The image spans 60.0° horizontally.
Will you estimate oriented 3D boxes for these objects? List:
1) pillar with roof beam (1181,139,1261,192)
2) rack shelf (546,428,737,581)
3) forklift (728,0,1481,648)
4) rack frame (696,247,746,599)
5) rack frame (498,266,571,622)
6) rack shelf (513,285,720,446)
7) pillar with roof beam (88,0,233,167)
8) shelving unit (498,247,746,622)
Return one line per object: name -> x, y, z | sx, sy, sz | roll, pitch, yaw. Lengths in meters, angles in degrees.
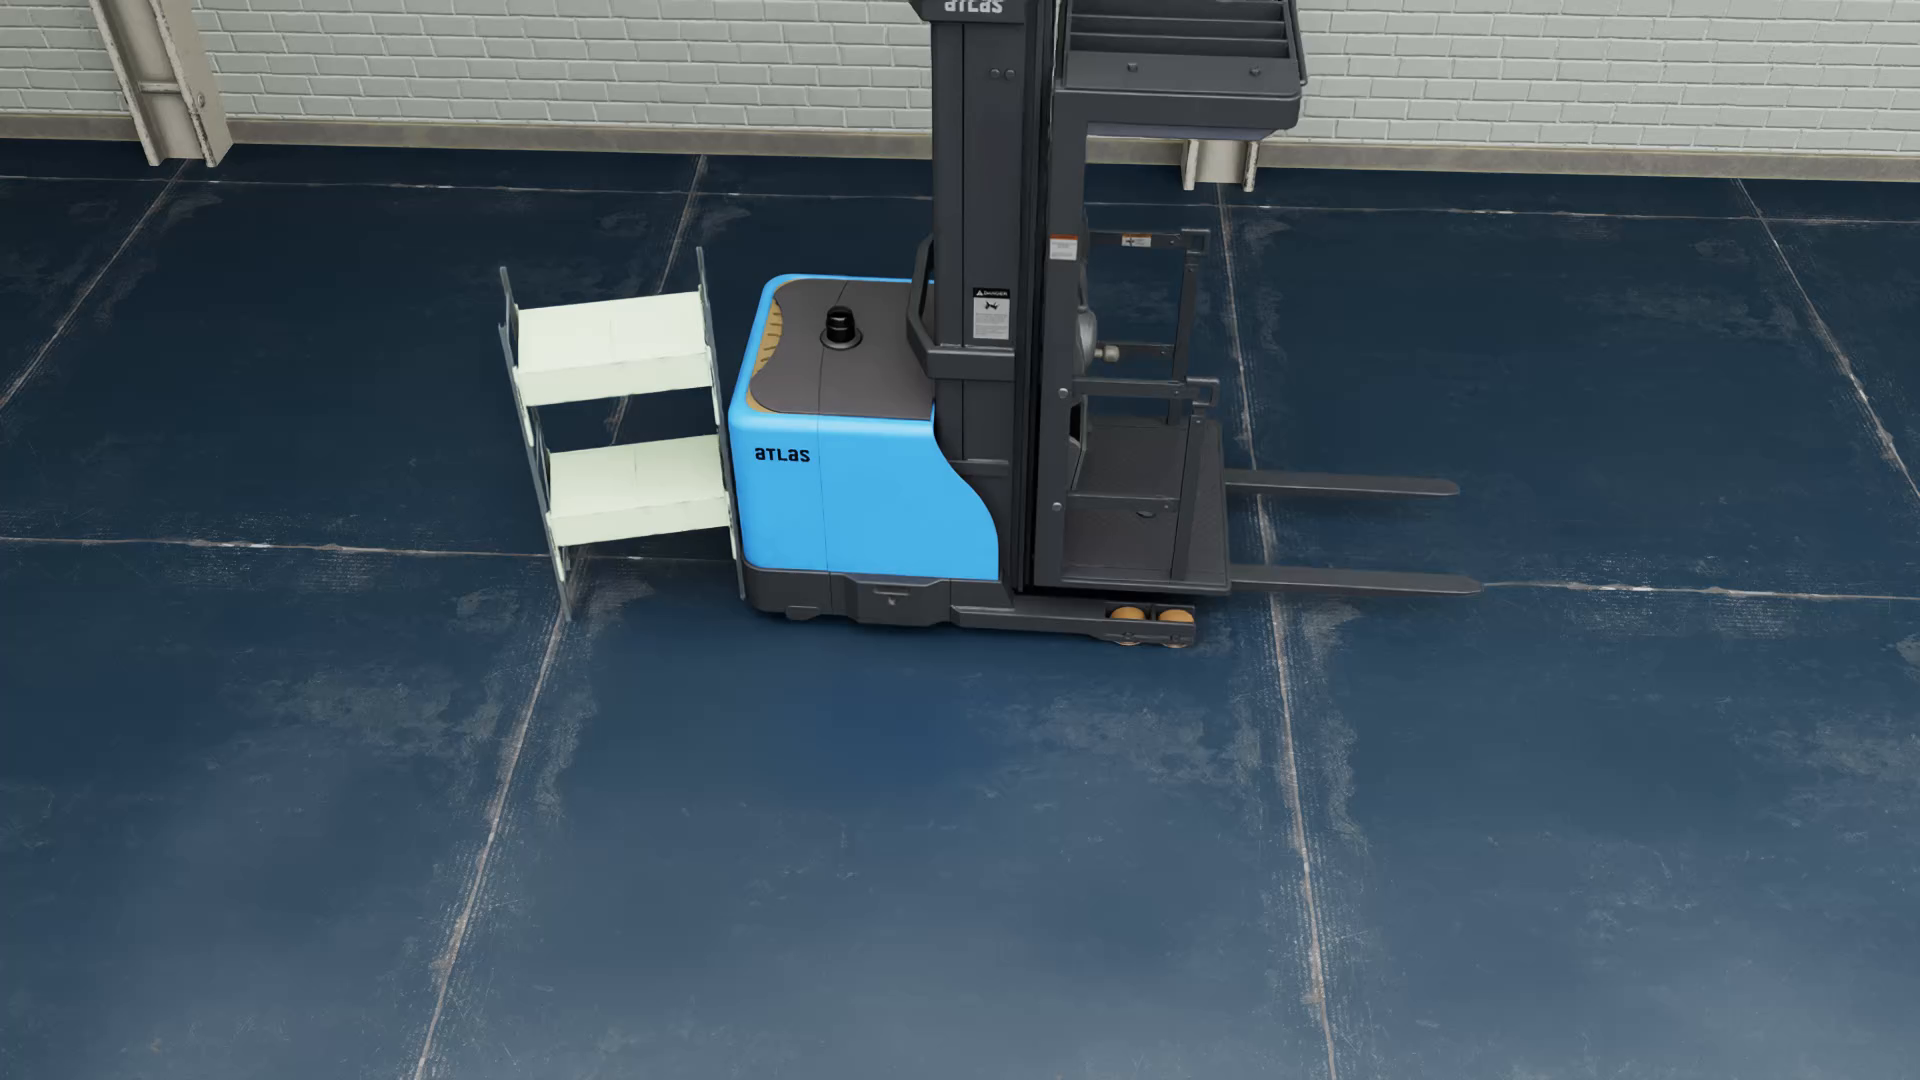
pillar with roof beam -> 1.285, -2.456, 3.369 | 0.400, 9.000, 9.100 | 2, 43, 2
rack shelf -> -1.317, -0.149, 6.874 | 0.720, 0.370, 0.431 | -7, 43, -8
forklift -> 0.644, -1.005, 6.264 | 3.031, 2.935, 1.130 | 3, 43, 3
rack frame -> -0.957, -0.434, 6.701 | 0.023, 1.500, 0.400 | -7, 43, -8
rack frame -> -1.677, -0.342, 6.602 | 0.023, 1.500, 0.400 | -7, 43, -8
rack shelf -> -1.317, -0.674, 6.386 | 0.720, 0.370, 0.431 | -7, 43, -8
pillar with roof beam -> -4.709, -2.640, 3.567 | 0.400, 9.000, 9.100 | 2, 43, 2
shelving unit -> -1.317, -0.388, 6.652 | 0.755, 1.500, 0.431 | -7, 43, -8
